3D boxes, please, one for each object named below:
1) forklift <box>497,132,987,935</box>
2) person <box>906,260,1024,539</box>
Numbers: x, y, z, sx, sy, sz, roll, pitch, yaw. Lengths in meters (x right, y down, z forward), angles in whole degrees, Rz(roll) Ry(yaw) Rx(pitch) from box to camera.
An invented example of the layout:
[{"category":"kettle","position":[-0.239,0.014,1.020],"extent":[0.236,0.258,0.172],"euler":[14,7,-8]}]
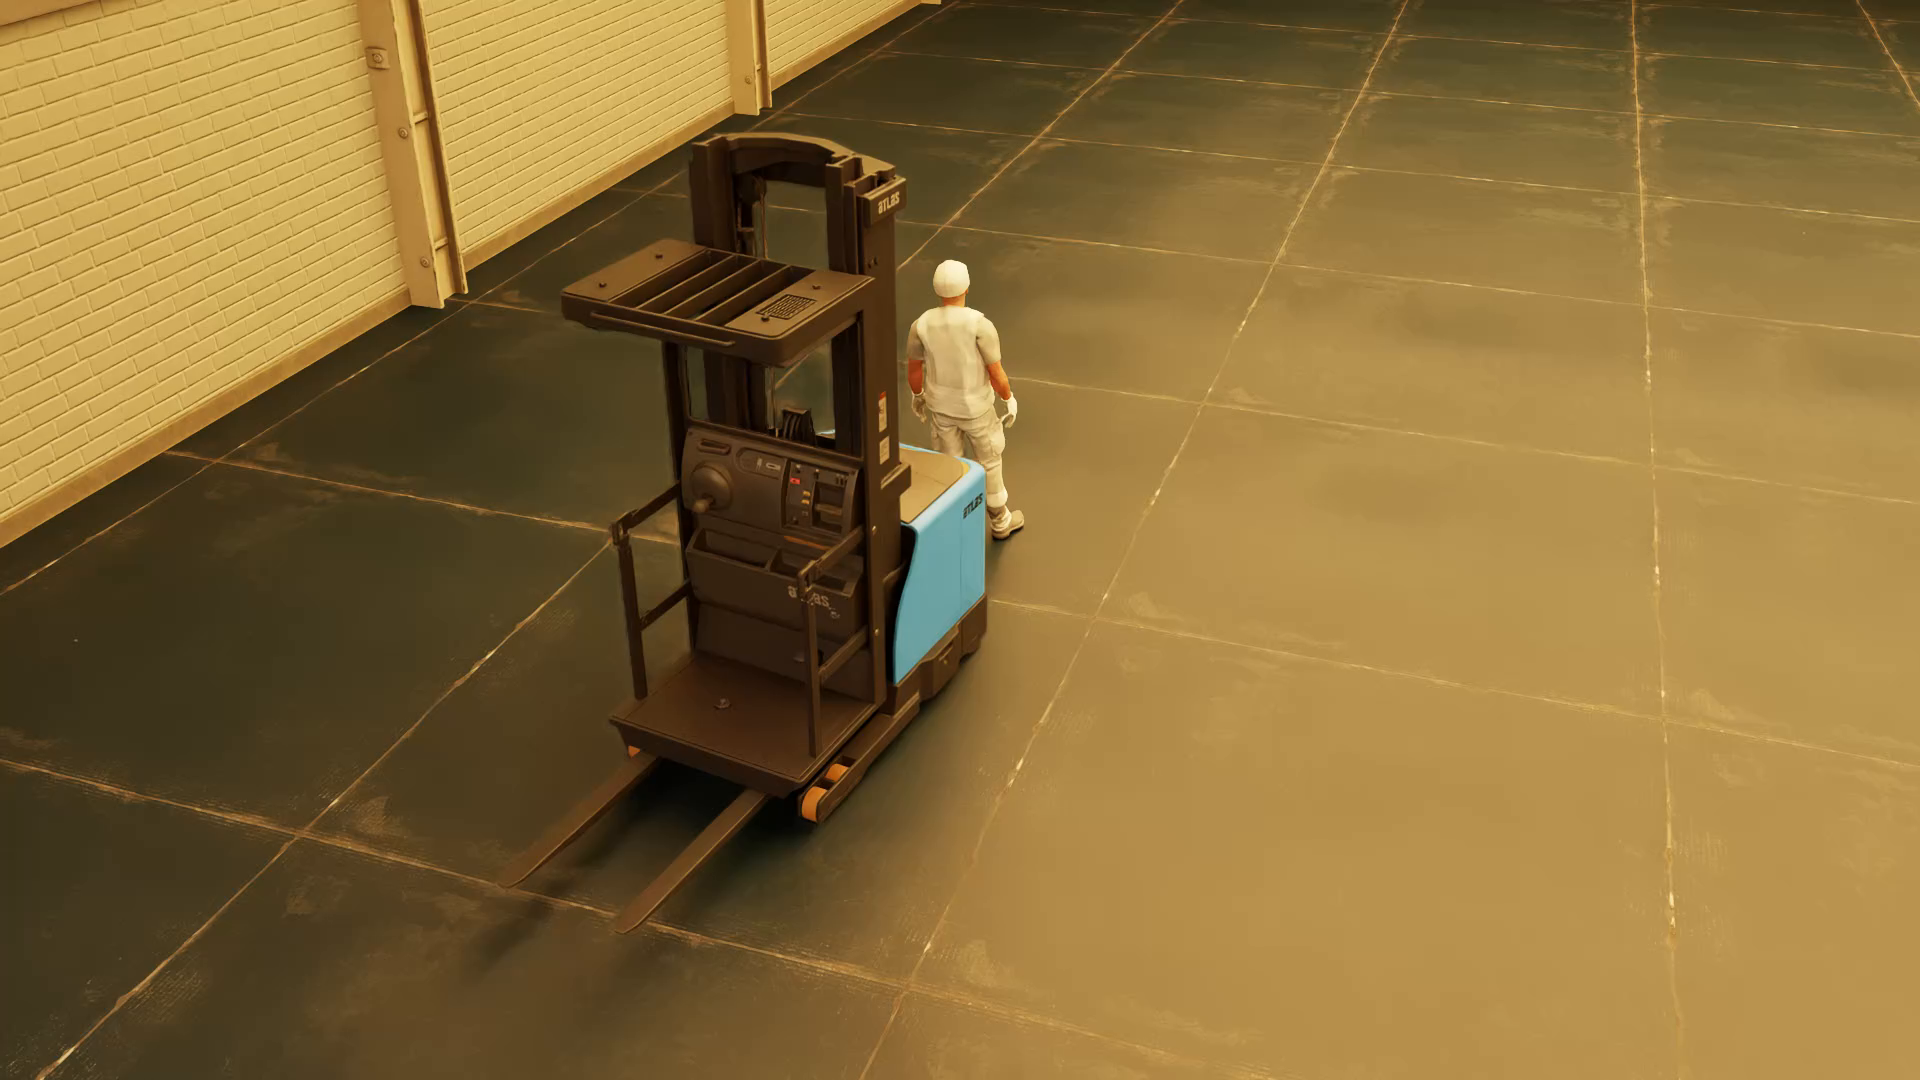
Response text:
[{"category":"forklift","position":[-0.978,-0.205,7.497],"extent":[1.130,2.935,3.031],"euler":[14,33,24]},{"category":"person","position":[0.038,-0.819,9.712],"extent":[0.637,1.787,0.564],"euler":[10,31,16]}]
